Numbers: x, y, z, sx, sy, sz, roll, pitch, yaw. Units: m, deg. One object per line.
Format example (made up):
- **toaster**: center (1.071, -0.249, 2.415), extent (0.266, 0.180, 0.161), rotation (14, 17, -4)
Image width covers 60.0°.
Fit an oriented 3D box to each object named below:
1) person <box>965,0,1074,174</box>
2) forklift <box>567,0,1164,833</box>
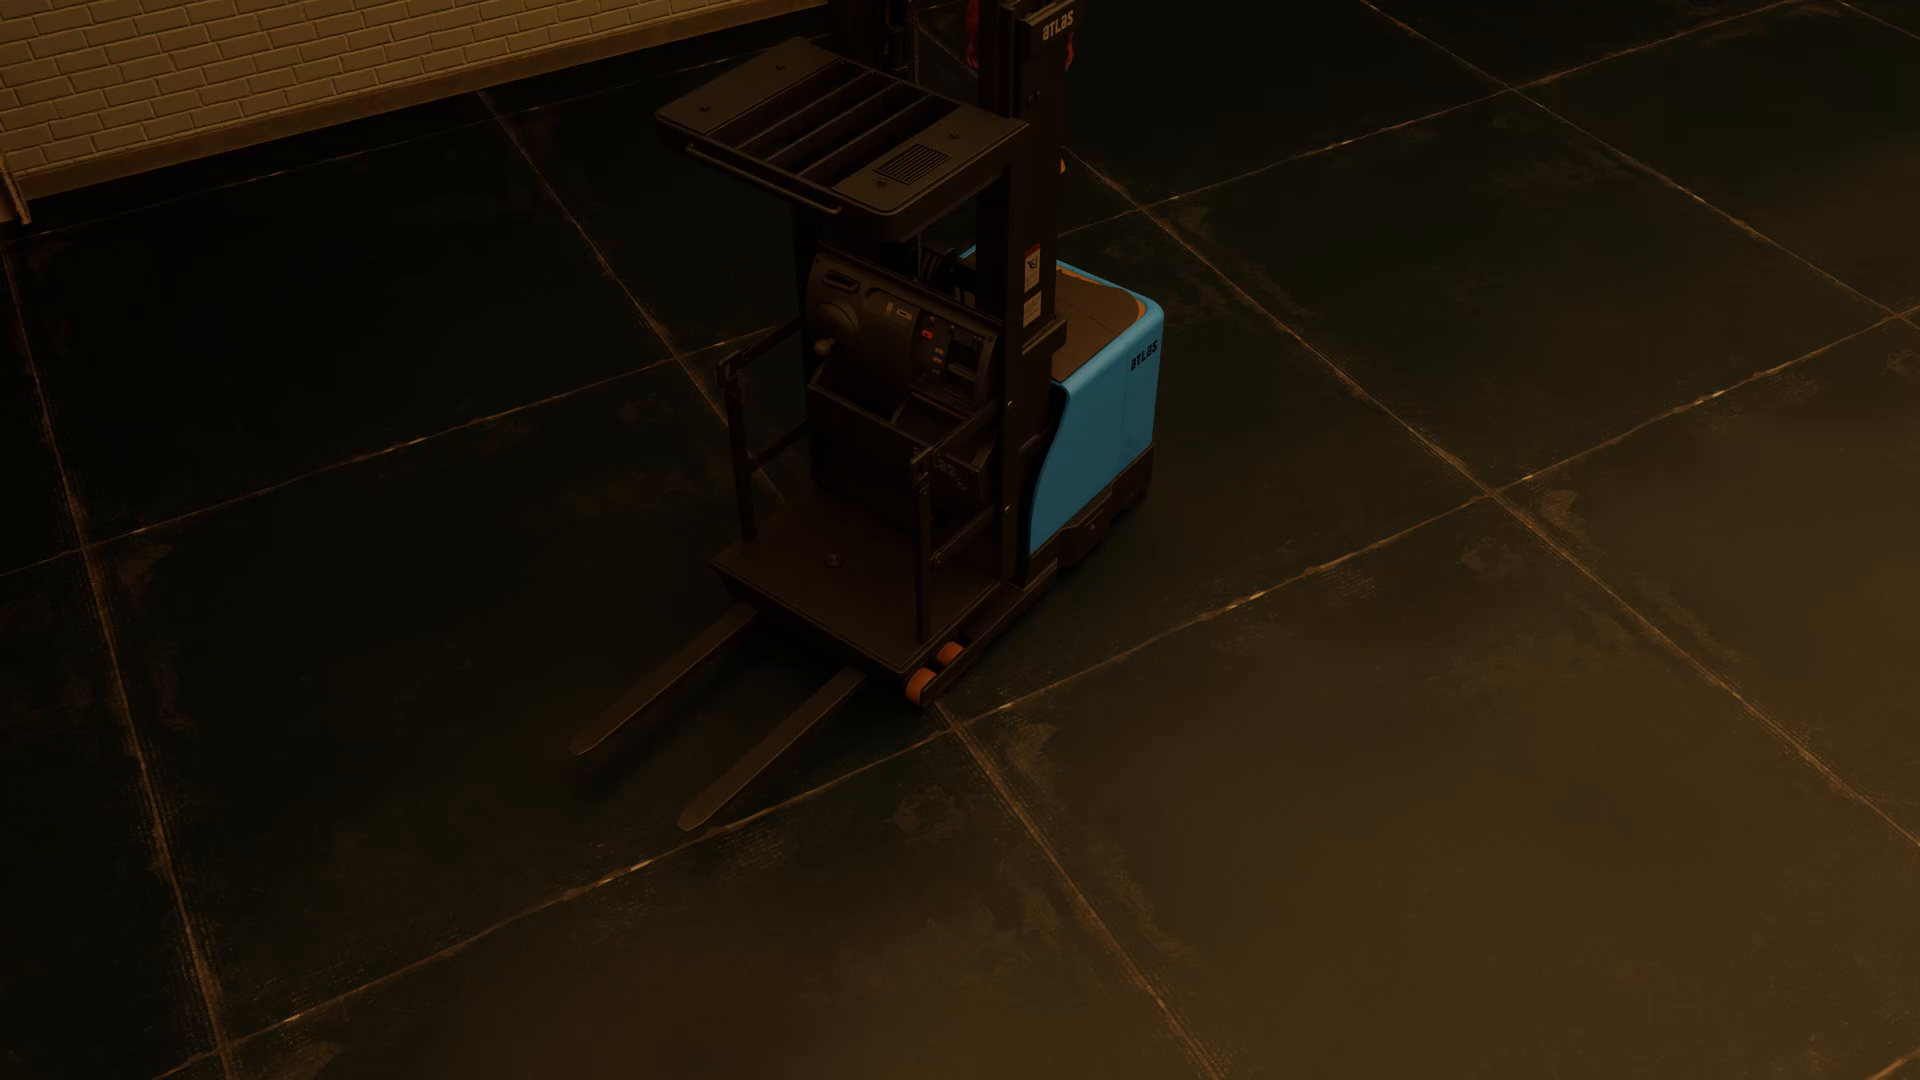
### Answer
- **person**: center (0.347, -2.896, 9.686), extent (0.633, 1.759, 0.462), rotation (3, 43, 3)
- **forklift**: center (-0.375, -0.749, 6.505), extent (1.130, 2.935, 3.031), rotation (28, 50, 27)
